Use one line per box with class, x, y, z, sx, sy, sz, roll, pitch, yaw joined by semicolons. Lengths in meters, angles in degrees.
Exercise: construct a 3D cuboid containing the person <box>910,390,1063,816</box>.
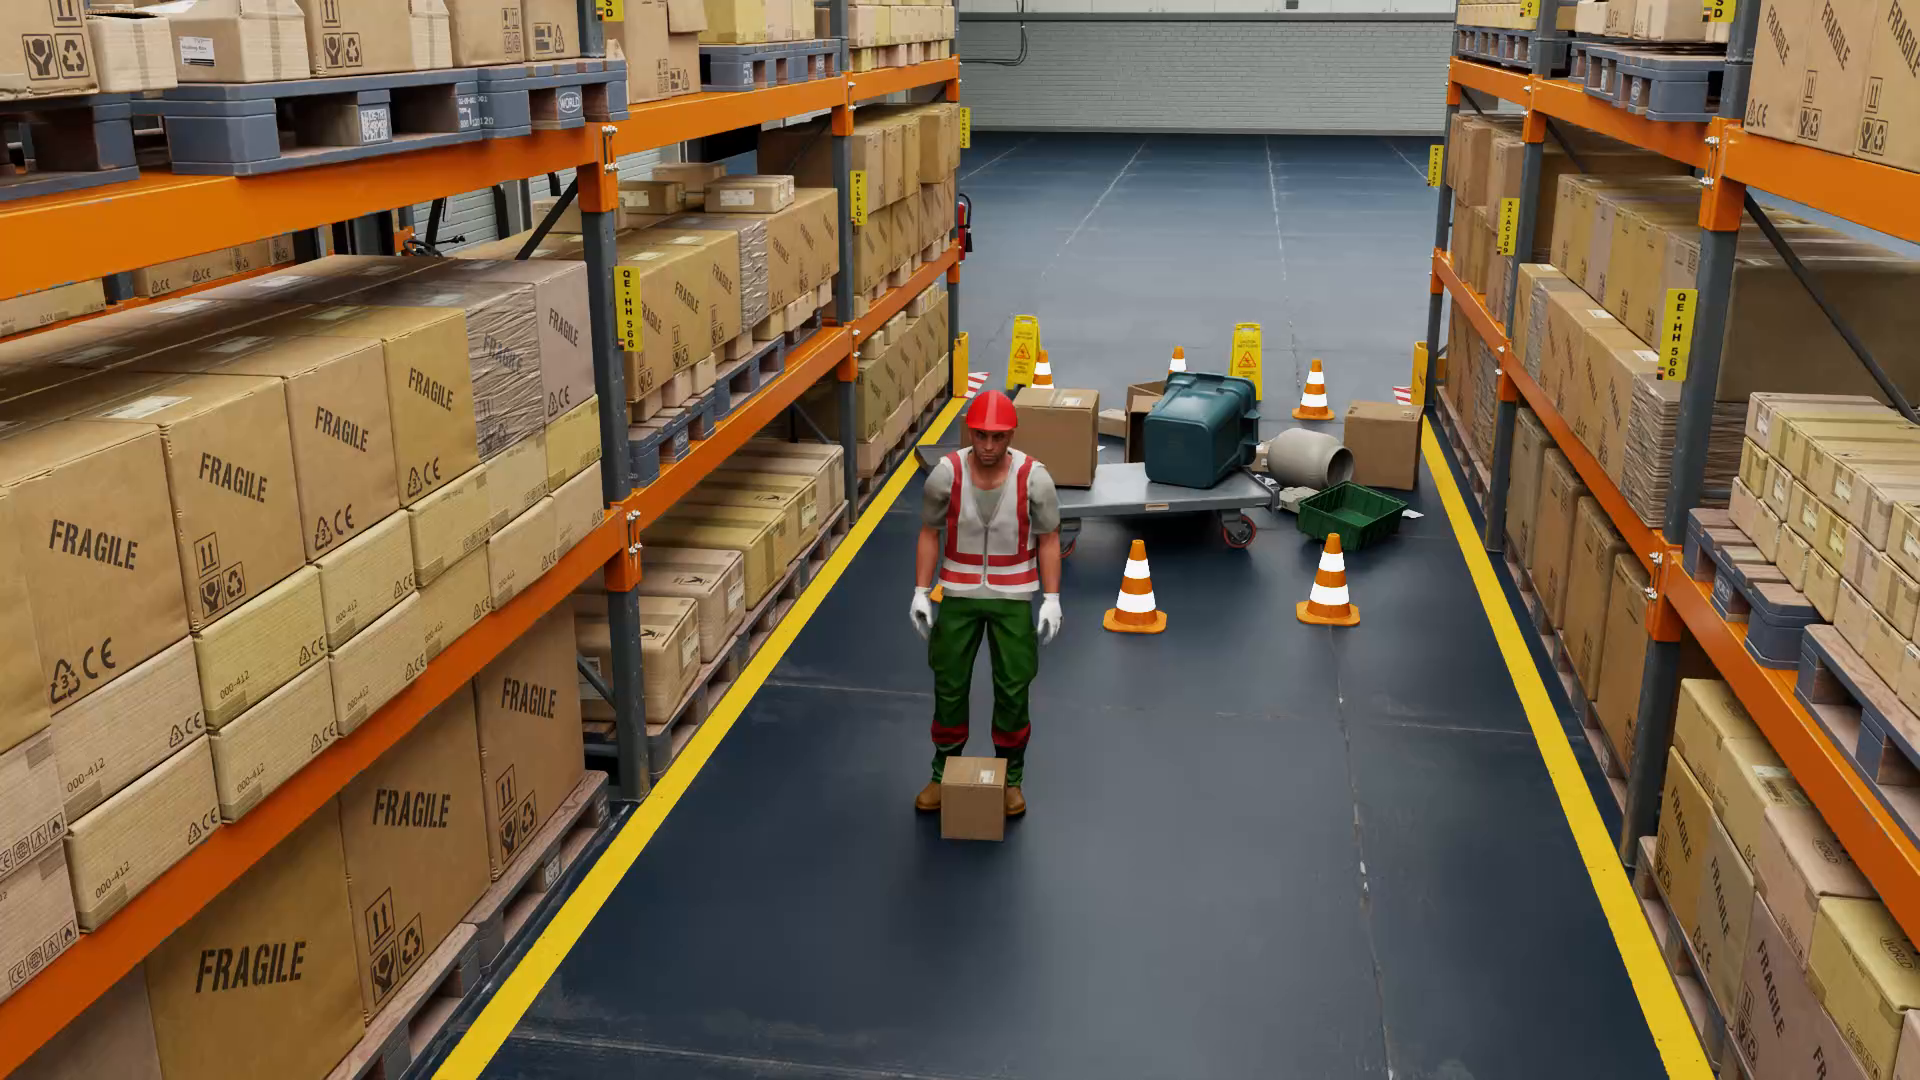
person;0.109;0.254;6.730;0.623;1.780;0.447;2;18;7
